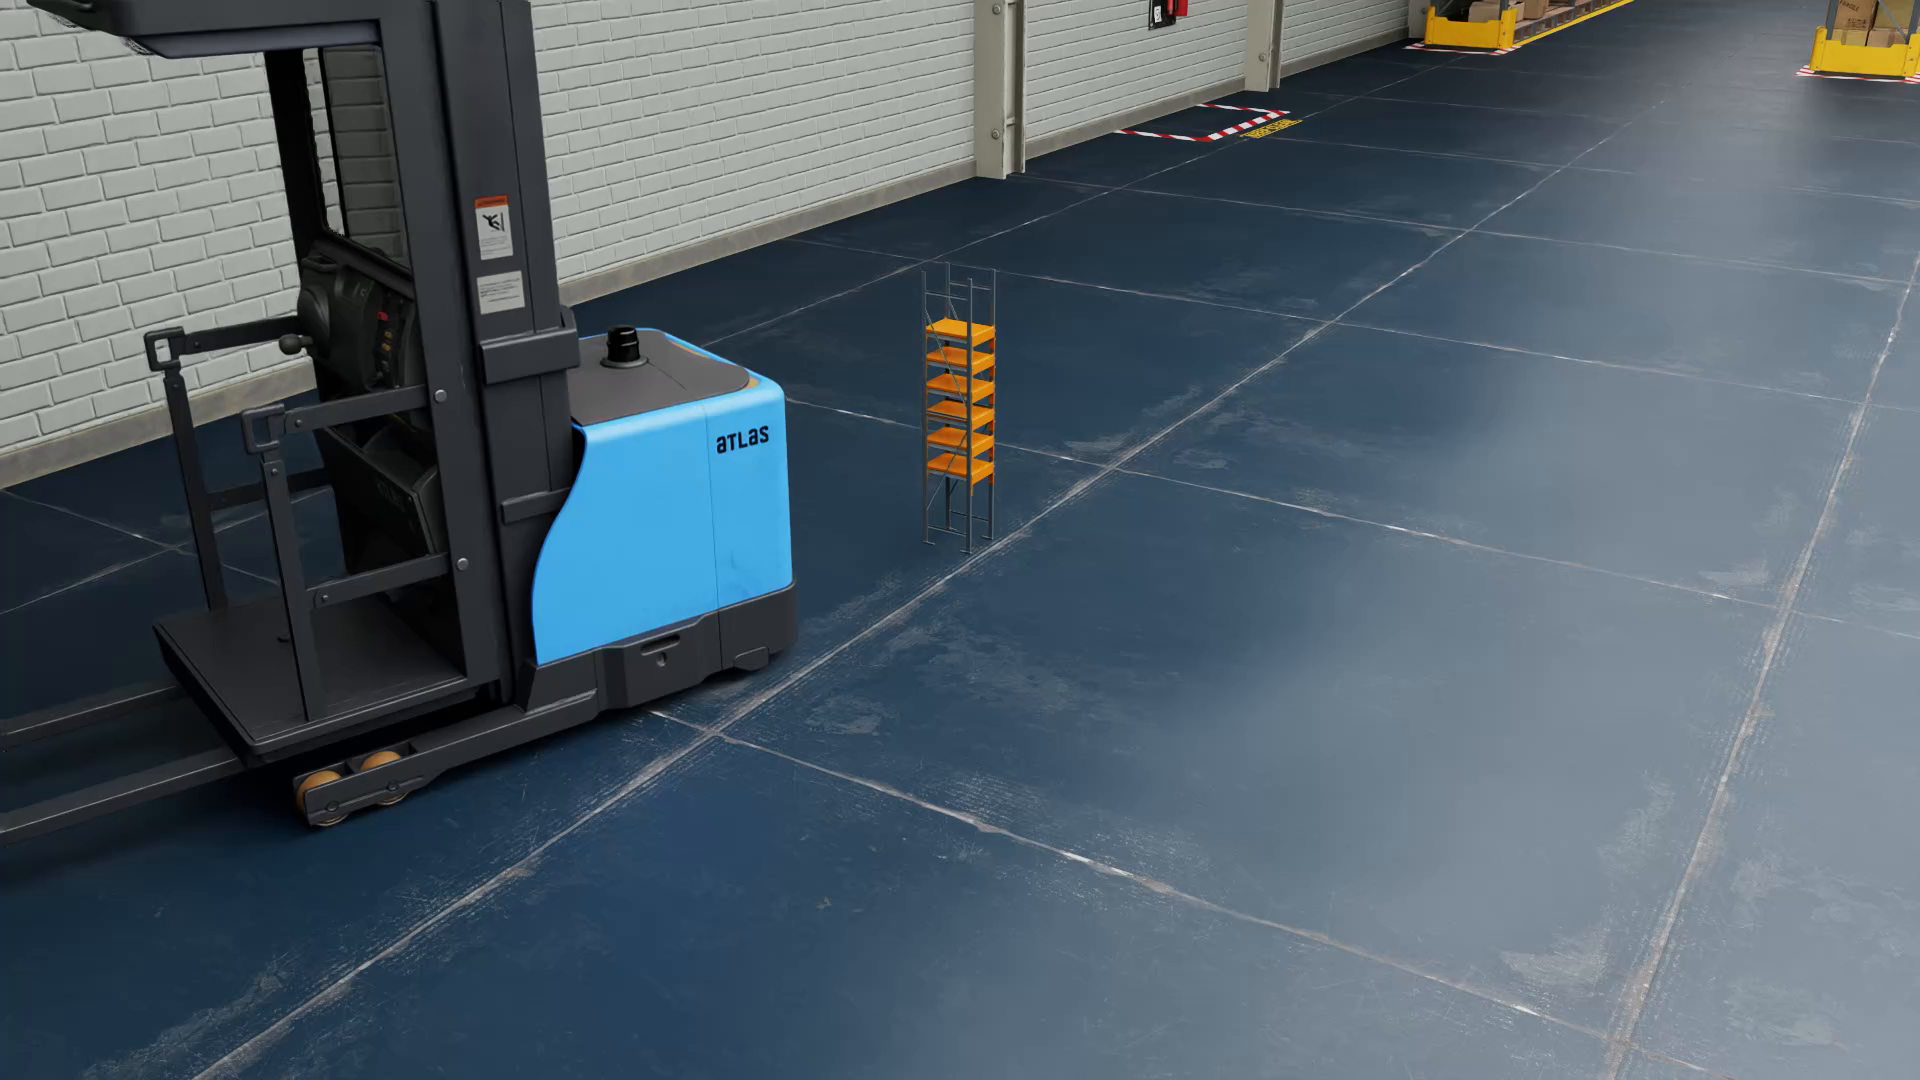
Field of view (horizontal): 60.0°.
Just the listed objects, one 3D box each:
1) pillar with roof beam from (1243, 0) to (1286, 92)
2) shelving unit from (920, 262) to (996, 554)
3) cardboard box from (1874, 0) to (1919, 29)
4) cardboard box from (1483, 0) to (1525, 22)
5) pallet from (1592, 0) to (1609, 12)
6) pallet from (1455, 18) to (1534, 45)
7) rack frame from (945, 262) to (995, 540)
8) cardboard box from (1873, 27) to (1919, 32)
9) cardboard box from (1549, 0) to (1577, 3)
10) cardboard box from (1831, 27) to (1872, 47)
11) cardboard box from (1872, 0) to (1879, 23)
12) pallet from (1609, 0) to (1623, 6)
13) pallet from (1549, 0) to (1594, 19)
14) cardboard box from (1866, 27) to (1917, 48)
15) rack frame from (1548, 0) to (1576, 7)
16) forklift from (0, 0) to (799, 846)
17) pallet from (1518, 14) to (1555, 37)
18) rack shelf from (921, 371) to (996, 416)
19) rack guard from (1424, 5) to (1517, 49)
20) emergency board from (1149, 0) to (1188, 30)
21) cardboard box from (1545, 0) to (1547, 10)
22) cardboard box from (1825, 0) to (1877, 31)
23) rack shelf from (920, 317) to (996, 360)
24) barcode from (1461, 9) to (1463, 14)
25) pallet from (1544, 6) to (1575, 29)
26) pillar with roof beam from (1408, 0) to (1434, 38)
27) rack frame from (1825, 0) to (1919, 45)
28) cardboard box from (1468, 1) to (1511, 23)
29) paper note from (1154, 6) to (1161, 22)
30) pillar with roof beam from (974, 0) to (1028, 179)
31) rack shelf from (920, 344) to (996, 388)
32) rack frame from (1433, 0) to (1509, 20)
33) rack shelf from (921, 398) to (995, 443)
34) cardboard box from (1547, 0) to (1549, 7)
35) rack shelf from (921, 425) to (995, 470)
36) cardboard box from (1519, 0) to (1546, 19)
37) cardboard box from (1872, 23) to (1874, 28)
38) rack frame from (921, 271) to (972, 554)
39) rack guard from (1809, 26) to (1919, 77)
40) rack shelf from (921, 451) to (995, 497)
[{"bbox_3d":[7.171,-8.504,15.566,9.100,9.000,0.400,14,27,29],"label":"pillar with roof beam"},{"bbox_3d":[-0.008,-0.546,7.000,0.258,1.200,0.189,14,27,29],"label":"shelving unit"},{"bbox_3d":[11.989,-6.802,21.175,0.500,0.500,0.500,14,27,29],"label":"cardboard box"},{"bbox_3d":[7.786,-7.635,23.942,0.500,0.311,0.500,16,28,33],"label":"cardboard box"},{"bbox_3d":[10.206,-9.007,27.790,1.003,0.211,1.213,14,27,29],"label":"pallet"},{"bbox_3d":[7.543,-7.273,23.784,1.003,0.211,1.213,14,27,29],"label":"pallet"},{"bbox_3d":[0.041,-0.577,7.072,0.240,1.200,0.006,14,27,29],"label":"rack frame"},{"bbox_3d":[11.987,-6.458,21.325,0.500,0.250,0.500,14,27,29],"label":"cardboard box"},{"bbox_3d":[9.528,-8.917,26.665,0.700,0.500,0.500,15,28,31],"label":"cardboard box"},{"bbox_3d":[11.287,-6.397,21.184,0.500,0.250,0.500,14,27,29],"label":"cardboard box"},{"bbox_3d":[11.800,-7.082,21.823,0.500,0.500,0.500,14,27,29],"label":"cardboard box"},{"bbox_3d":[10.851,-9.417,28.738,1.003,0.211,1.213,14,27,29],"label":"pallet"},{"bbox_3d":[9.564,-8.594,26.835,1.003,0.211,1.213,14,27,29],"label":"pallet"},{"bbox_3d":[11.727,-6.289,20.933,0.500,0.250,0.500,14,27,29],"label":"cardboard box"},{"bbox_3d":[9.154,-9.610,25.674,1.000,3.000,0.127,14,27,29],"label":"rack frame"},{"bbox_3d":[-2.070,-0.690,5.154,3.031,2.935,1.130,-18,29,-35],"label":"forklift"},{"bbox_3d":[8.187,-7.683,24.732,1.003,0.211,1.213,14,27,29],"label":"pallet"},{"bbox_3d":[-0.008,-0.615,6.970,0.258,0.103,0.180,14,27,29],"label":"rack shelf"},{"bbox_3d":[7.084,-7.139,23.111,1.175,0.500,0.348,14,27,29],"label":"rack guard"},{"bbox_3d":[2.178,-5.827,16.933,0.194,1.169,0.643,14,27,29],"label":"emergency board"},{"bbox_3d":[8.641,-8.306,25.254,0.500,0.500,0.500,12,26,25],"label":"cardboard box"},{"bbox_3d":[11.285,-6.742,21.036,0.500,0.500,0.500,14,27,29],"label":"cardboard box"},{"bbox_3d":[-0.008,-0.835,6.875,0.258,0.103,0.180,14,27,29],"label":"rack shelf"},{"bbox_3d":[7.156,-7.537,23.704,0.001,0.075,0.075,14,27,29],"label":"barcode"},{"bbox_3d":[8.830,-8.096,25.687,1.003,0.211,1.213,14,27,29],"label":"pallet"},{"bbox_3d":[10.336,-10.529,20.244,9.100,9.000,0.400,14,27,29],"label":"pillar with roof beam"},{"bbox_3d":[11.255,-7.223,20.160,1.000,3.000,0.127,14,27,29],"label":"rack frame"},{"bbox_3d":[7.486,-7.443,23.498,0.500,0.311,0.500,11,26,23],"label":"cardboard box"},{"bbox_3d":[2.026,-5.377,17.004,0.016,0.148,0.142,14,27,29],"label":"paper note"},{"bbox_3d":[4.006,-6.478,10.888,9.100,9.000,0.400,14,27,29],"label":"pillar with roof beam"},{"bbox_3d":[-0.008,-0.725,6.923,0.258,0.103,0.180,14,27,29],"label":"rack shelf"},{"bbox_3d":[7.044,-8.260,22.555,1.000,3.000,0.127,14,27,29],"label":"rack frame"},{"bbox_3d":[-0.008,-0.505,7.018,0.258,0.103,0.180,14,27,29],"label":"rack shelf"},{"bbox_3d":[8.898,-8.325,25.717,0.380,0.166,0.250,10,25,22],"label":"cardboard box"},{"bbox_3d":[-0.008,-0.395,7.066,0.258,0.103,0.180,14,27,29],"label":"rack shelf"},{"bbox_3d":[8.216,-7.959,24.452,0.700,0.500,0.500,12,26,26],"label":"cardboard box"},{"bbox_3d":[11.540,-6.568,21.579,0.500,0.250,0.500,14,27,29],"label":"cardboard box"},{"bbox_3d":[-0.056,-0.515,6.929,0.240,1.200,0.006,14,27,29],"label":"rack frame"},{"bbox_3d":[11.242,-6.068,20.638,1.175,0.500,0.348,14,27,29],"label":"rack guard"},{"bbox_3d":[-0.008,-0.285,7.113,0.258,0.103,0.180,14,27,29],"label":"rack shelf"}]
